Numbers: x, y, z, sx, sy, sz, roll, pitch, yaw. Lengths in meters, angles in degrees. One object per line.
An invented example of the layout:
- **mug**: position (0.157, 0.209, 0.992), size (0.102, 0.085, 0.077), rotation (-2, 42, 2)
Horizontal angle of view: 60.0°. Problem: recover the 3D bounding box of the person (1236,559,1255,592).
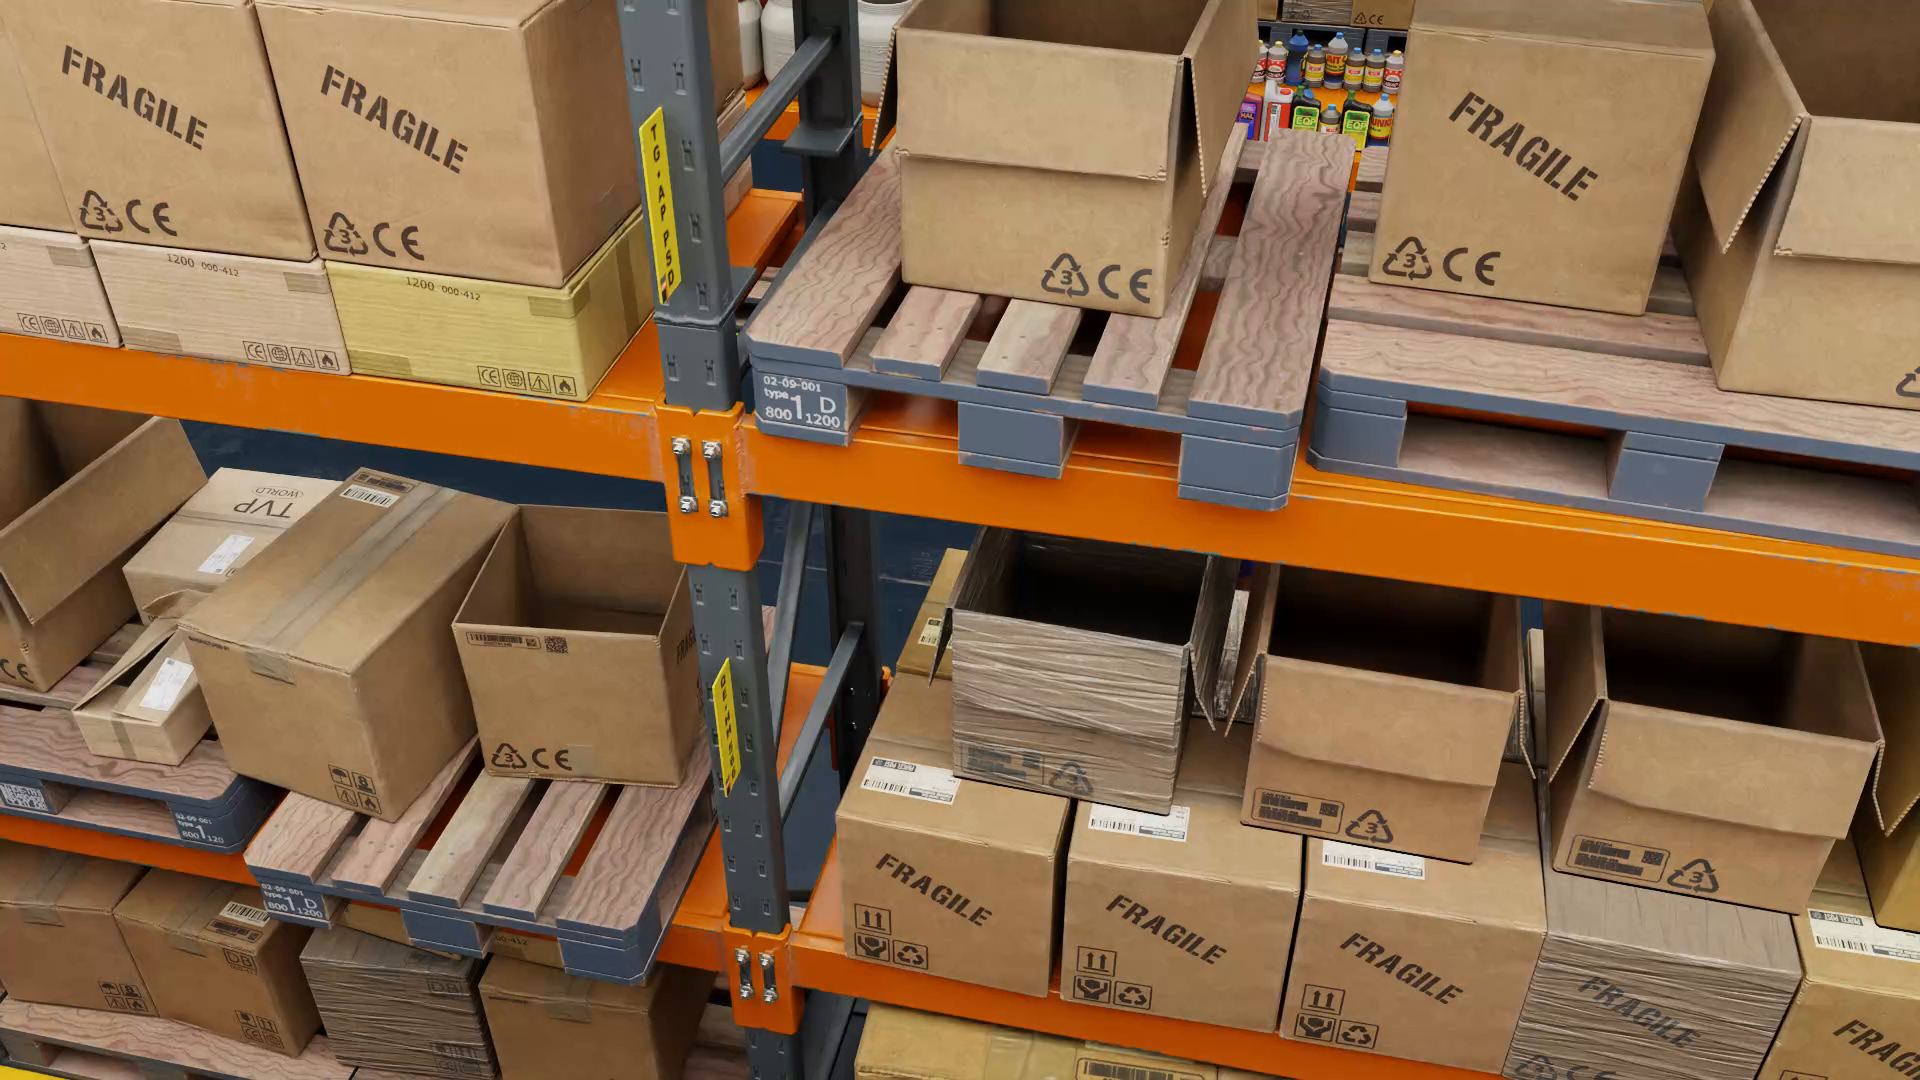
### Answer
- **person**: position (1.034, 0.277, 5.792), size (0.510, 1.651, 0.451), rotation (10, 38, 13)
